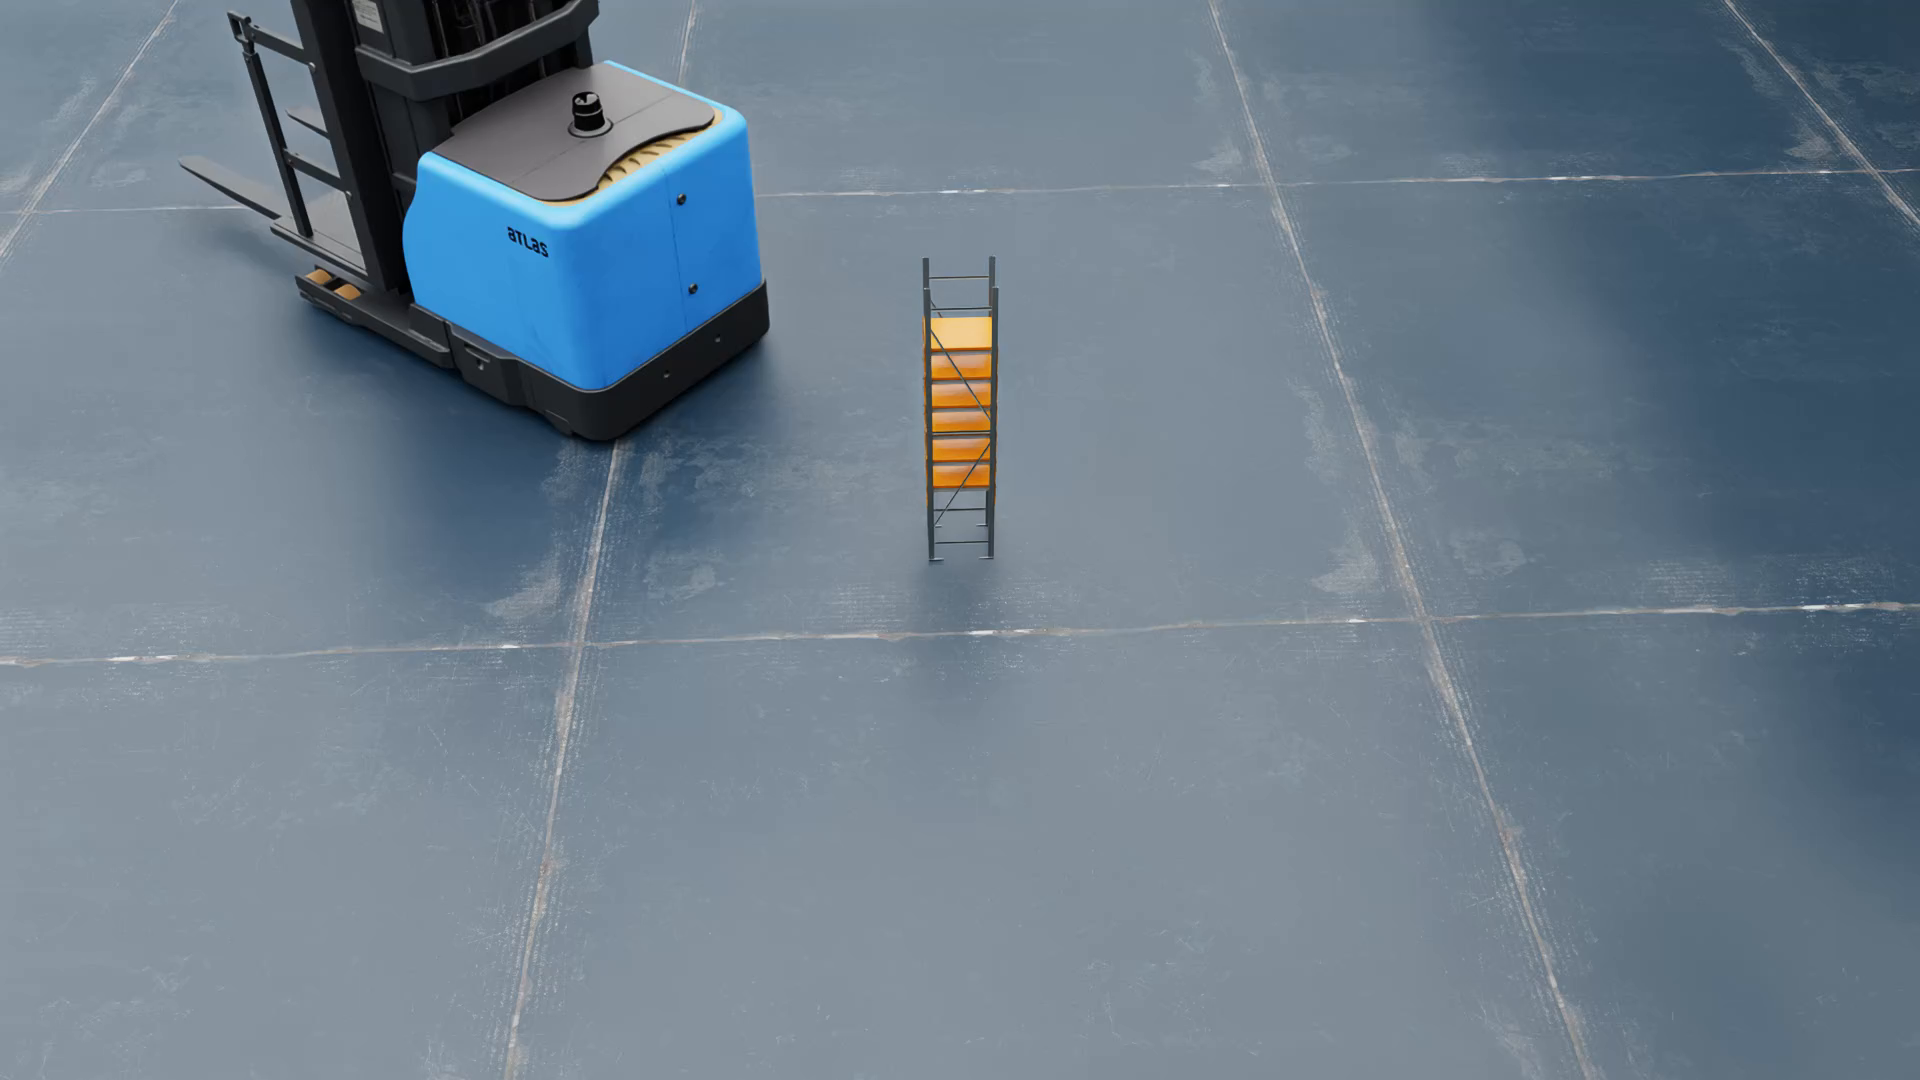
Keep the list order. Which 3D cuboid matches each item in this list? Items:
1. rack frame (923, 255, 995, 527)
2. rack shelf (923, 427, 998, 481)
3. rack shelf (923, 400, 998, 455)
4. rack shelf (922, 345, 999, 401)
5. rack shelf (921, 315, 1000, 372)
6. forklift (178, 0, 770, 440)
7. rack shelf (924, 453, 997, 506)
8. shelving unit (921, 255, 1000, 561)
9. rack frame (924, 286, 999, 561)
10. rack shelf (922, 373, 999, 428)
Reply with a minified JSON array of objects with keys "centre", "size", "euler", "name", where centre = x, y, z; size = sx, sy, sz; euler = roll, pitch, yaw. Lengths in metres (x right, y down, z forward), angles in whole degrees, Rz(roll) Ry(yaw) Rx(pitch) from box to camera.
[{"centre":[-0.003,-0.494,5.901],"size":[0.240,1.200,0.006],"euler":[-2,43,-2],"name":"rack frame"},{"centre":[0.001,-0.311,5.945],"size":[0.258,0.103,0.180],"euler":[-2,43,-2],"name":"rack shelf"},{"centre":[0.001,-0.400,5.864],"size":[0.258,0.103,0.180],"euler":[-2,43,-2],"name":"rack shelf"},{"centre":[0.001,-0.577,5.702],"size":[0.258,0.103,0.180],"euler":[-2,43,-2],"name":"rack shelf"},{"centre":[0.001,-0.665,5.621],"size":[0.258,0.103,0.180],"euler":[-2,43,-2],"name":"rack shelf"},{"centre":[-2.301,-2.288,6.577],"size":[3.031,2.935,1.130],"euler":[27,49,26],"name":"forklift"},{"centre":[0.001,-0.223,6.026],"size":[0.258,0.103,0.180],"euler":[-2,43,-2],"name":"rack shelf"},{"centre":[0.001,-0.433,5.834],"size":[0.258,1.200,0.189],"euler":[-2,43,-2],"name":"shelving unit"},{"centre":[0.005,-0.371,5.767],"size":[0.240,1.200,0.006],"euler":[-2,43,-2],"name":"rack frame"},{"centre":[0.001,-0.488,5.783],"size":[0.258,0.103,0.180],"euler":[-2,43,-2],"name":"rack shelf"}]
